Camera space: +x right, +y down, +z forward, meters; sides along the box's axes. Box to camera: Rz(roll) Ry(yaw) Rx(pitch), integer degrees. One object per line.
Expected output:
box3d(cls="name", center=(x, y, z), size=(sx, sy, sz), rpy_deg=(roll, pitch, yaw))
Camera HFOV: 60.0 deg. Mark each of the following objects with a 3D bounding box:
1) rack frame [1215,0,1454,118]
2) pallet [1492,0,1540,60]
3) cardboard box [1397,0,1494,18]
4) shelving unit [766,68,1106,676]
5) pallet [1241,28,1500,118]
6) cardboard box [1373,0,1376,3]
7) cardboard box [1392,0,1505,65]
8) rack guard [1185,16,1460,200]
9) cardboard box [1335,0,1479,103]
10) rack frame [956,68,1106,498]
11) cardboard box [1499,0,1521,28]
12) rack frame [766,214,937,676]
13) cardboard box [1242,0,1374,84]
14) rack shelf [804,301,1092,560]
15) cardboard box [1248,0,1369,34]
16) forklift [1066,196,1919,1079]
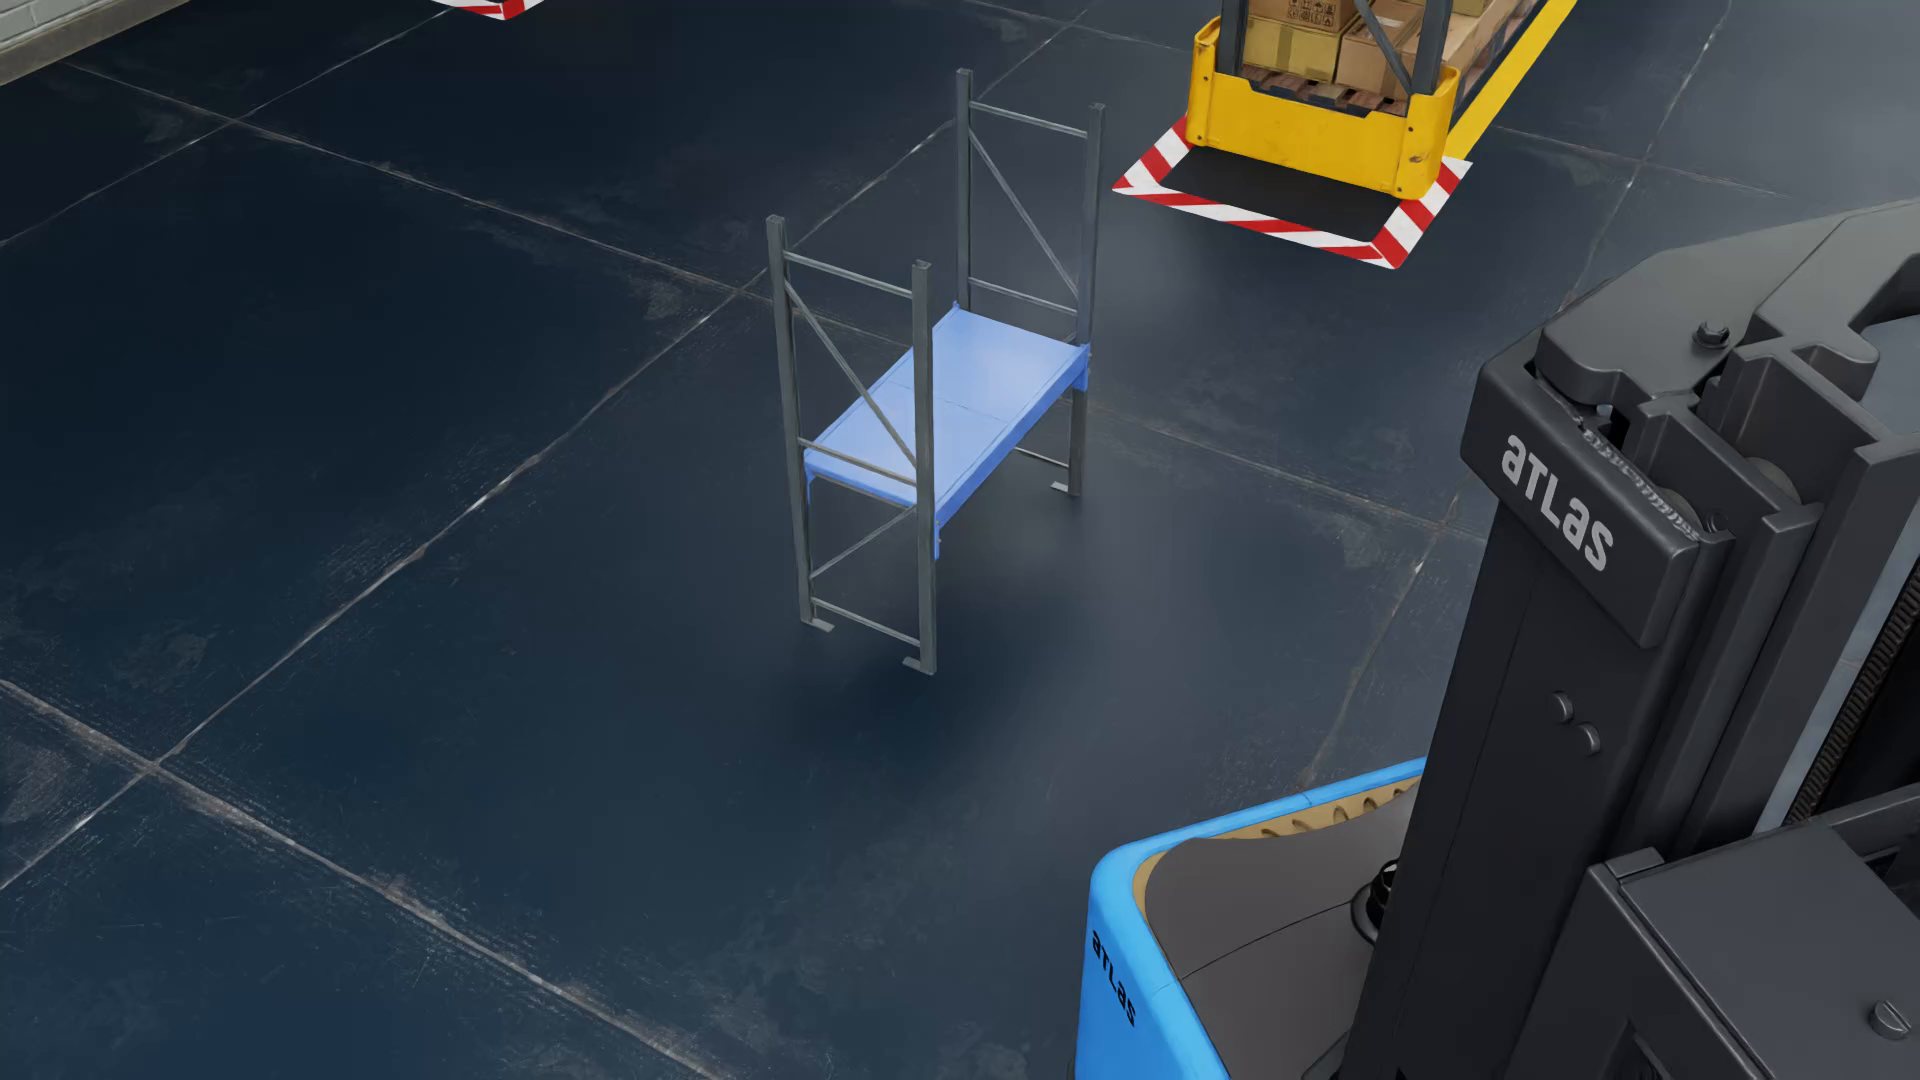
box3d(cls="rack frame", center=(1.652, -2.945, 6.824), size=(1.000, 3.000, 0.127), rpy_deg=(21, 45, 22))
box3d(cls="pallet", center=(2.610, -3.045, 9.048), size=(1.003, 0.211, 1.213), rpy_deg=(21, 45, 22))
box3d(cls="cardboard box", center=(2.361, -2.872, 7.937), size=(0.500, 0.500, 0.500), rpy_deg=(21, 45, 22))
box3d(cls="shelving unit", center=(-0.043, -0.514, 5.199), size=(0.538, 1.500, 1.048), rpy_deg=(21, 45, 22))
box3d(cls="pallet", center=(1.998, -2.350, 8.259), size=(1.003, 0.211, 1.213), rpy_deg=(21, 45, 22))
box3d(cls="cardboard box", center=(1.904, -2.765, 8.383), size=(0.500, 0.250, 0.500), rpy_deg=(21, 45, 22))
box3d(cls="cardboard box", center=(2.360, -2.591, 8.186), size=(0.500, 0.250, 0.500), rpy_deg=(21, 45, 22))
box3d(cls="rack guard", center=(1.640, -1.993, 7.635), size=(1.175, 0.500, 0.348), rpy_deg=(21, 45, 22))
box3d(cls="cardboard box", center=(2.113, -2.304, 7.859), size=(0.500, 0.250, 0.500), rpy_deg=(21, 45, 22))
box3d(cls="rack frame", center=(0.212, -0.805, 5.529), size=(0.500, 1.500, 0.032), rpy_deg=(21, 45, 22))
box3d(cls="cardboard box", center=(2.610, -2.877, 8.510), size=(0.500, 0.250, 0.500), rpy_deg=(21, 45, 22))
box3d(cls="rack frame", center=(-0.297, -0.223, 4.869), size=(0.500, 1.500, 0.032), rpy_deg=(21, 45, 22))
box3d(cls="cardboard box", center=(1.664, -2.475, 8.054), size=(0.500, 0.250, 0.500), rpy_deg=(21, 45, 22))
box3d(cls="rack shelf", center=(-0.043, -0.379, 5.318), size=(0.538, 0.185, 1.000), rpy_deg=(21, 45, 22))
box3d(cls="cardboard box", center=(1.662, -2.757, 7.807), size=(0.500, 0.500, 0.500), rpy_deg=(21, 45, 22))
box3d(cls="forklift", center=(1.224, 1.159, 2.216), size=(1.130, 2.935, 3.031), rpy_deg=(-13, 43, -15))
